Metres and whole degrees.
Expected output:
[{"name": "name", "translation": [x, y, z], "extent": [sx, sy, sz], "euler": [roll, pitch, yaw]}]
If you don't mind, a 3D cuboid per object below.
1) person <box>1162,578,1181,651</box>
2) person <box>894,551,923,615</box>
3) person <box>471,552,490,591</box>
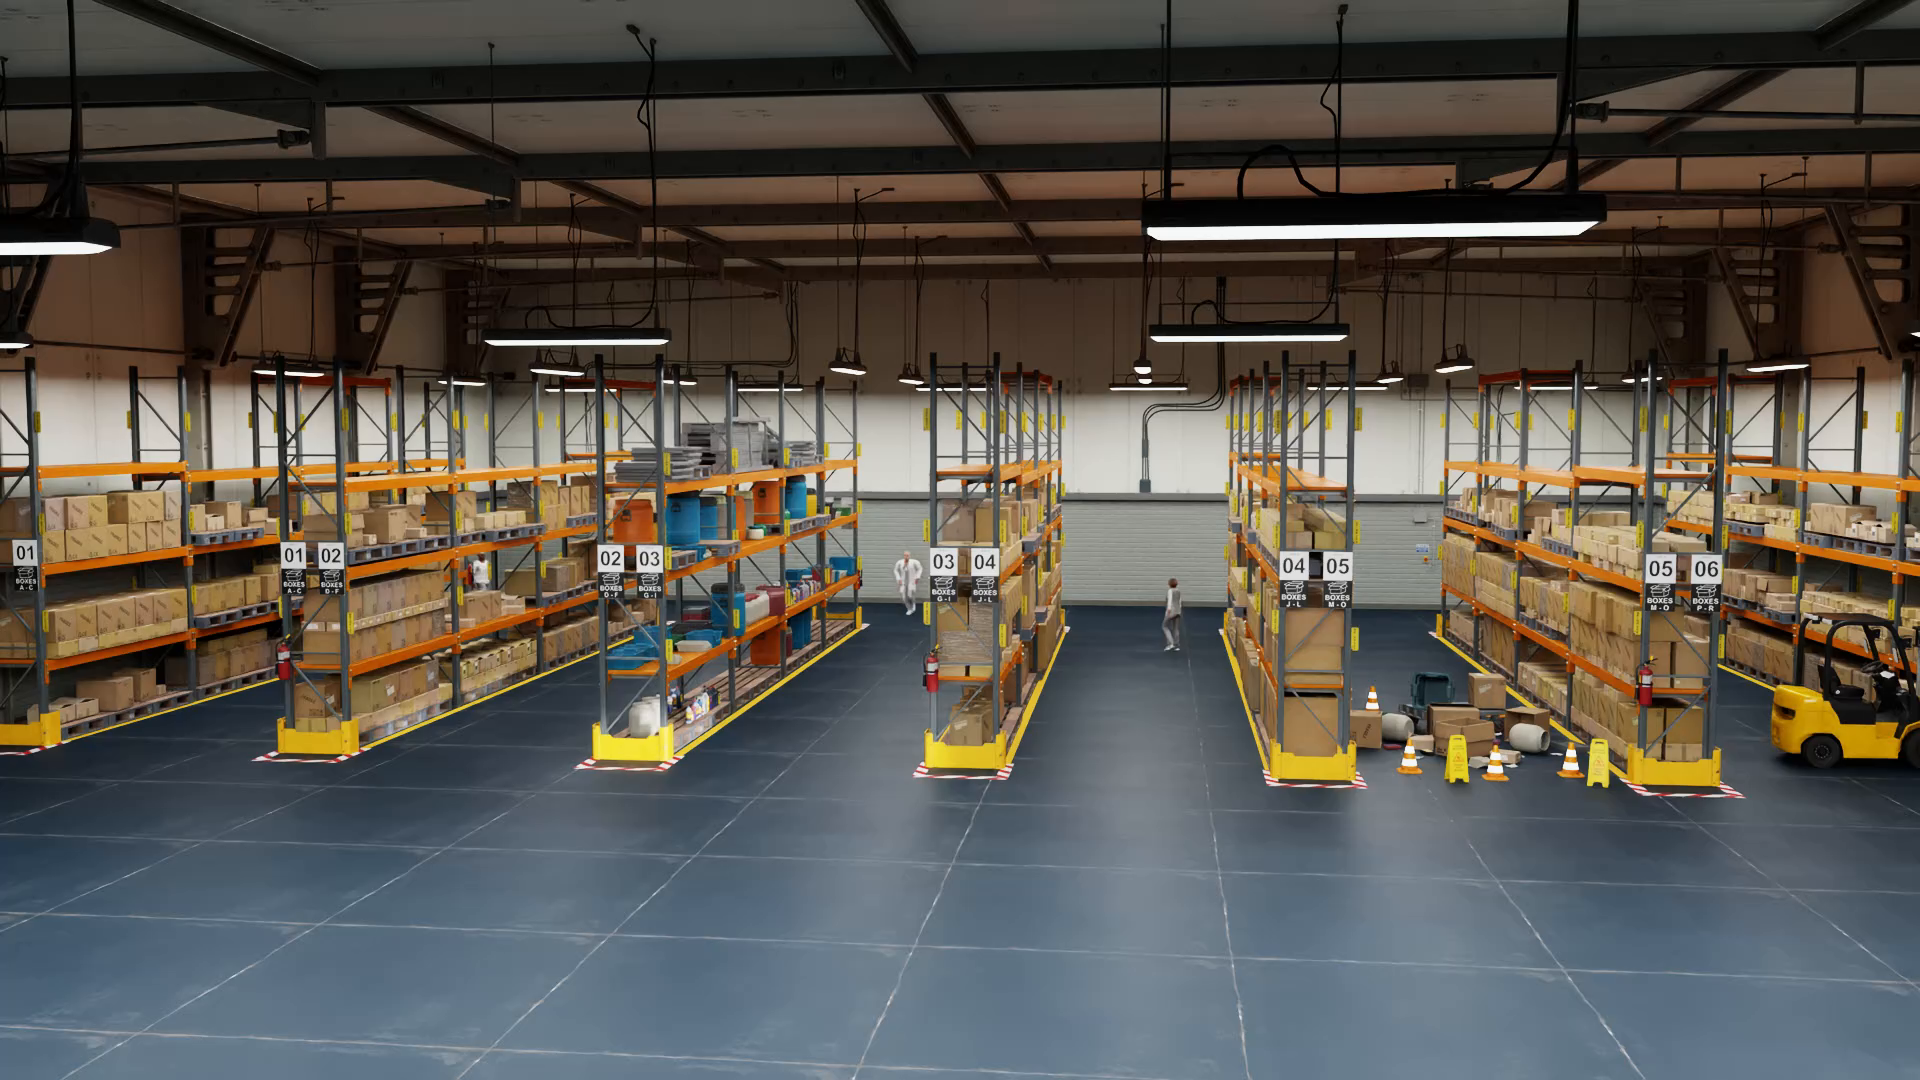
[{"name": "person", "translation": [4.677, 1.642, 36.434], "extent": [0.445, 1.597, 0.373], "euler": [-3, 5, -40]}, {"name": "person", "translation": [-1.339, 1.111, 43.273], "extent": [0.730, 1.683, 0.662], "euler": [1, 4, 15]}, {"name": "person", "translation": [-12.301, 1.096, 42.766], "extent": [0.876, 1.742, 0.558], "euler": [2, 4, 25]}]
